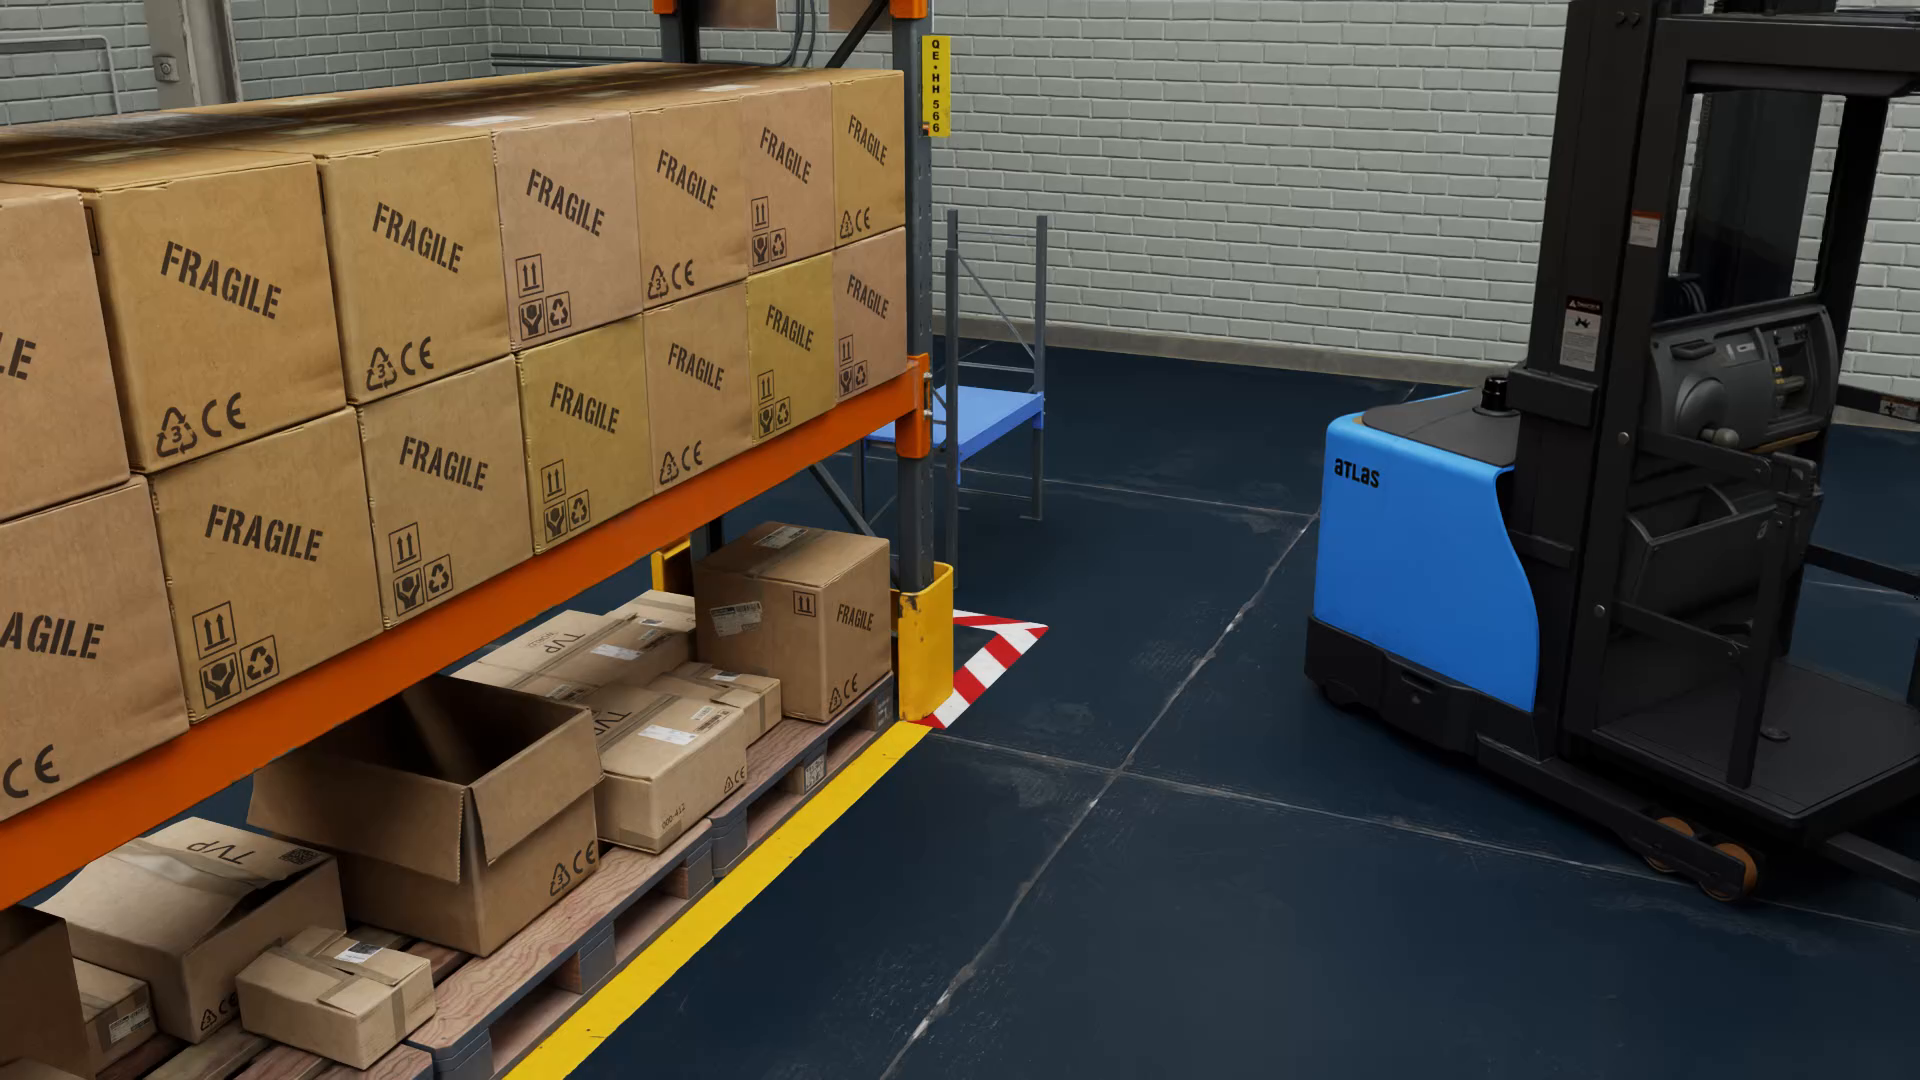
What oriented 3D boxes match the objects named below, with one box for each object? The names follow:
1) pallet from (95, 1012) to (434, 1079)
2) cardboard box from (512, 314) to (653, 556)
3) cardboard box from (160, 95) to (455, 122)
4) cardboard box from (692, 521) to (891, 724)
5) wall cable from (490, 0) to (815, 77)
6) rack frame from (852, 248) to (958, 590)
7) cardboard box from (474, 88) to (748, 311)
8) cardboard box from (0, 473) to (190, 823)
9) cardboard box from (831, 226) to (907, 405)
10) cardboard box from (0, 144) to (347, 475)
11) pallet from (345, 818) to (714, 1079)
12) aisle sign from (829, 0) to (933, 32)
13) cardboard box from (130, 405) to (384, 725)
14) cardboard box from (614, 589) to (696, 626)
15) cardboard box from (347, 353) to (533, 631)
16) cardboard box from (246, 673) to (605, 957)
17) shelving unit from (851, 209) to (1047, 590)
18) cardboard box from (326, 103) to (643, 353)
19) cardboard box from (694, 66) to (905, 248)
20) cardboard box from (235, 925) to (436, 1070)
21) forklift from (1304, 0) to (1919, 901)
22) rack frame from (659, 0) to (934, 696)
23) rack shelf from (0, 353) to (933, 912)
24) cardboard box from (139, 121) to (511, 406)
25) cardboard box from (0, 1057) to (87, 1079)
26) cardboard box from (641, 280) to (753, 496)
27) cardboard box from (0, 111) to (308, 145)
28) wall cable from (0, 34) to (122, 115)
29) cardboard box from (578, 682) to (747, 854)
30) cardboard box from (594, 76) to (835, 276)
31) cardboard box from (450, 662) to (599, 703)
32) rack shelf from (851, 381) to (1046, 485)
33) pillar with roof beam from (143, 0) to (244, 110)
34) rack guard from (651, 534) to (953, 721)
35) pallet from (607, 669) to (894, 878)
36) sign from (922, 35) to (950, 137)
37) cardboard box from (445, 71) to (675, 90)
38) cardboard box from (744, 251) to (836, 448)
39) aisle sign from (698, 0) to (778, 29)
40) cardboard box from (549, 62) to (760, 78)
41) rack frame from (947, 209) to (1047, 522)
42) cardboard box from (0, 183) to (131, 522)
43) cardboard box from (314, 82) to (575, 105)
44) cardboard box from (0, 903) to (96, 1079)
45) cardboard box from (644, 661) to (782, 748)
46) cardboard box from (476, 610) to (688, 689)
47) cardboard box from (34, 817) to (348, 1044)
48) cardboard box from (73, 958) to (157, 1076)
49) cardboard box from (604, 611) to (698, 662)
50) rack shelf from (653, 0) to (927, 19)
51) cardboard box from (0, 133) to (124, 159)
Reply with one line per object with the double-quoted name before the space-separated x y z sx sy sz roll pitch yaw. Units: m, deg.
"pallet" -1.933 1.430 3.634 1.003 0.211 1.213 9 21 23
"cardboard box" -1.137 -0.305 4.201 0.500 0.500 0.500 8 21 22
"cardboard box" -1.623 -0.848 4.234 0.500 0.500 0.500 8 21 22
"cardboard box" -0.575 0.273 5.798 0.500 0.500 0.500 9 21 23
"wall cable" -2.455 -4.619 12.162 3.097 2.526 0.112 9 21 23
"rack frame" -0.243 -0.525 7.207 0.500 1.500 0.032 9 21 23
"cardboard box" -0.922 -0.928 4.460 0.500 0.500 0.500 9 22 24
"cardboard box" -1.757 0.160 2.893 0.500 0.500 0.500 9 22 24
"cardboard box" -0.512 -0.770 5.509 0.500 0.500 0.500 9 22 24
"cardboard box" -1.554 -0.456 3.133 0.500 0.500 0.500 8 21 21
"pallet" -1.434 1.055 4.687 1.003 0.211 1.213 9 21 23
"aisle sign" -0.269 -2.101 5.520 0.394 0.787 0.004 9 21 23
"cardboard box" -1.551 0.003 3.335 0.500 0.500 0.500 9 21 24
"cardboard box" -1.062 0.319 6.192 0.380 0.149 0.250 9 21 23
"cardboard box" -1.344 -0.150 3.764 0.500 0.500 0.500 8 21 22
"cardboard box" -1.450 0.719 4.539 0.797 0.503 0.637 9 21 23
"shelving unit" -0.035 -0.681 7.644 0.538 1.500 1.048 9 21 23
"cardboard box" -1.133 -0.771 4.019 0.500 0.500 0.500 9 22 24
"cardboard box" -0.508 -1.242 5.342 0.500 0.500 0.500 8 21 22
"cardboard box" -1.500 1.089 4.003 0.380 0.166 0.250 9 21 23
"forklift" 2.544 -0.489 4.971 1.130 2.935 3.031 -13 23 -31
"rack frame" -0.577 -0.897 6.015 1.000 3.000 0.127 9 21 23
"rack shelf" -1.396 0.053 4.417 1.077 0.370 4.000 9 21 23
"cardboard box" -1.343 -0.613 3.575 0.500 0.500 0.500 8 21 21
"cardboard box" -1.846 1.286 3.231 0.500 0.311 0.500 9 21 23
"cardboard box" -0.930 -0.459 4.635 0.500 0.500 0.500 9 21 23
"cardboard box" -1.830 -0.694 3.802 0.500 0.500 0.500 9 21 23
"wall cable" -5.436 -2.576 9.219 0.084 1.984 1.851 9 21 23
"cardboard box" -0.991 0.677 5.035 0.500 0.250 0.500 9 21 23
"cardboard box" -0.714 -1.087 4.908 0.500 0.500 0.500 9 22 24
"cardboard box" -1.468 0.624 5.185 0.500 0.250 0.500 9 21 23
"rack shelf" -0.035 -0.511 7.704 0.538 0.185 1.000 9 21 23
"pillar with roof beam" -0.854 -4.756 7.912 9.100 9.000 0.400 9 21 23
"rack guard" -0.608 0.304 6.369 1.175 0.500 0.348 9 21 23
"pallet" -0.934 0.684 5.732 1.003 0.211 1.213 9 21 23
"sign" -0.079 -1.509 5.537 0.100 0.325 0.005 9 21 23
"cardboard box" -1.206 -1.155 5.099 0.500 0.500 0.500 9 21 23
"cardboard box" -0.721 -0.611 5.061 0.500 0.500 0.500 9 21 23
"aisle sign" -0.817 -2.183 5.752 0.394 0.787 0.004 9 21 23
"cardboard box" -0.999 -1.316 5.551 0.500 0.500 0.500 9 22 24
"rack frame" 0.173 -0.836 8.081 0.500 1.500 0.032 9 21 23
"cardboard box" -1.765 -0.298 2.689 0.500 0.500 0.500 9 22 24
"cardboard box" -1.416 -1.003 4.671 0.500 0.500 0.500 9 21 23
"cardboard box" -2.240 1.083 3.521 0.500 0.500 0.500 9 21 23
"cardboard box" -0.823 0.542 5.541 0.380 0.166 0.250 9 21 23
"cardboard box" -1.263 0.471 5.615 0.500 0.250 0.500 9 21 23
"cardboard box" -1.933 0.943 4.198 0.500 0.311 0.500 9 21 23
"cardboard box" -2.141 1.125 3.926 0.380 0.149 0.250 9 21 23
"cardboard box" -1.164 0.388 5.974 0.380 0.166 0.250 9 21 23
"rack shelf" -1.396 -1.360 3.914 1.077 0.370 4.000 9 21 23
"cardboard box" -2.037 -0.540 3.369 0.500 0.500 0.500 8 21 22
